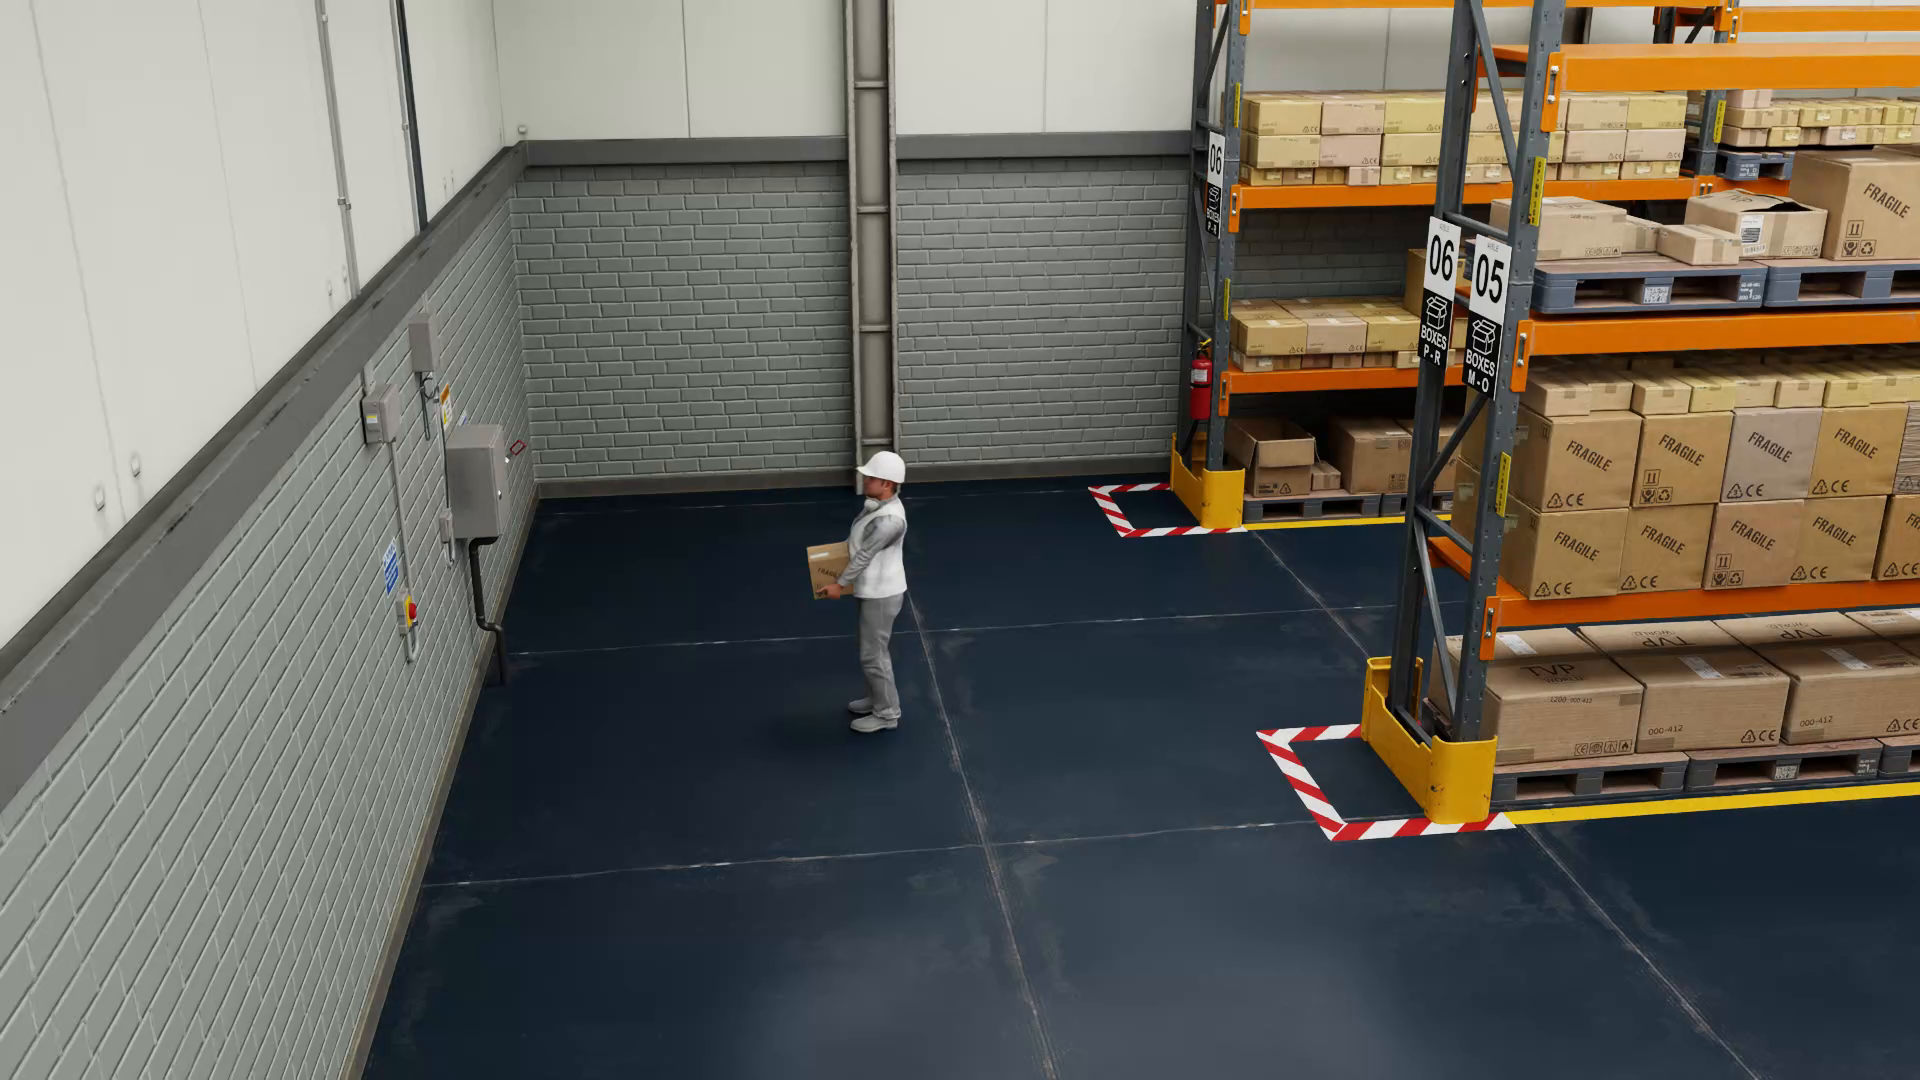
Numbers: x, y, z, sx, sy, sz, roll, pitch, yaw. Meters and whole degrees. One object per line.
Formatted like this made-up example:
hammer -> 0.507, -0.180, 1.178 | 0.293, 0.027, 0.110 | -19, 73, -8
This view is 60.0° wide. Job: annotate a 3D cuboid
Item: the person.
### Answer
person -> -0.603, 0.312, 10.184 | 0.558, 1.762, 0.494 | -2, 20, -7
